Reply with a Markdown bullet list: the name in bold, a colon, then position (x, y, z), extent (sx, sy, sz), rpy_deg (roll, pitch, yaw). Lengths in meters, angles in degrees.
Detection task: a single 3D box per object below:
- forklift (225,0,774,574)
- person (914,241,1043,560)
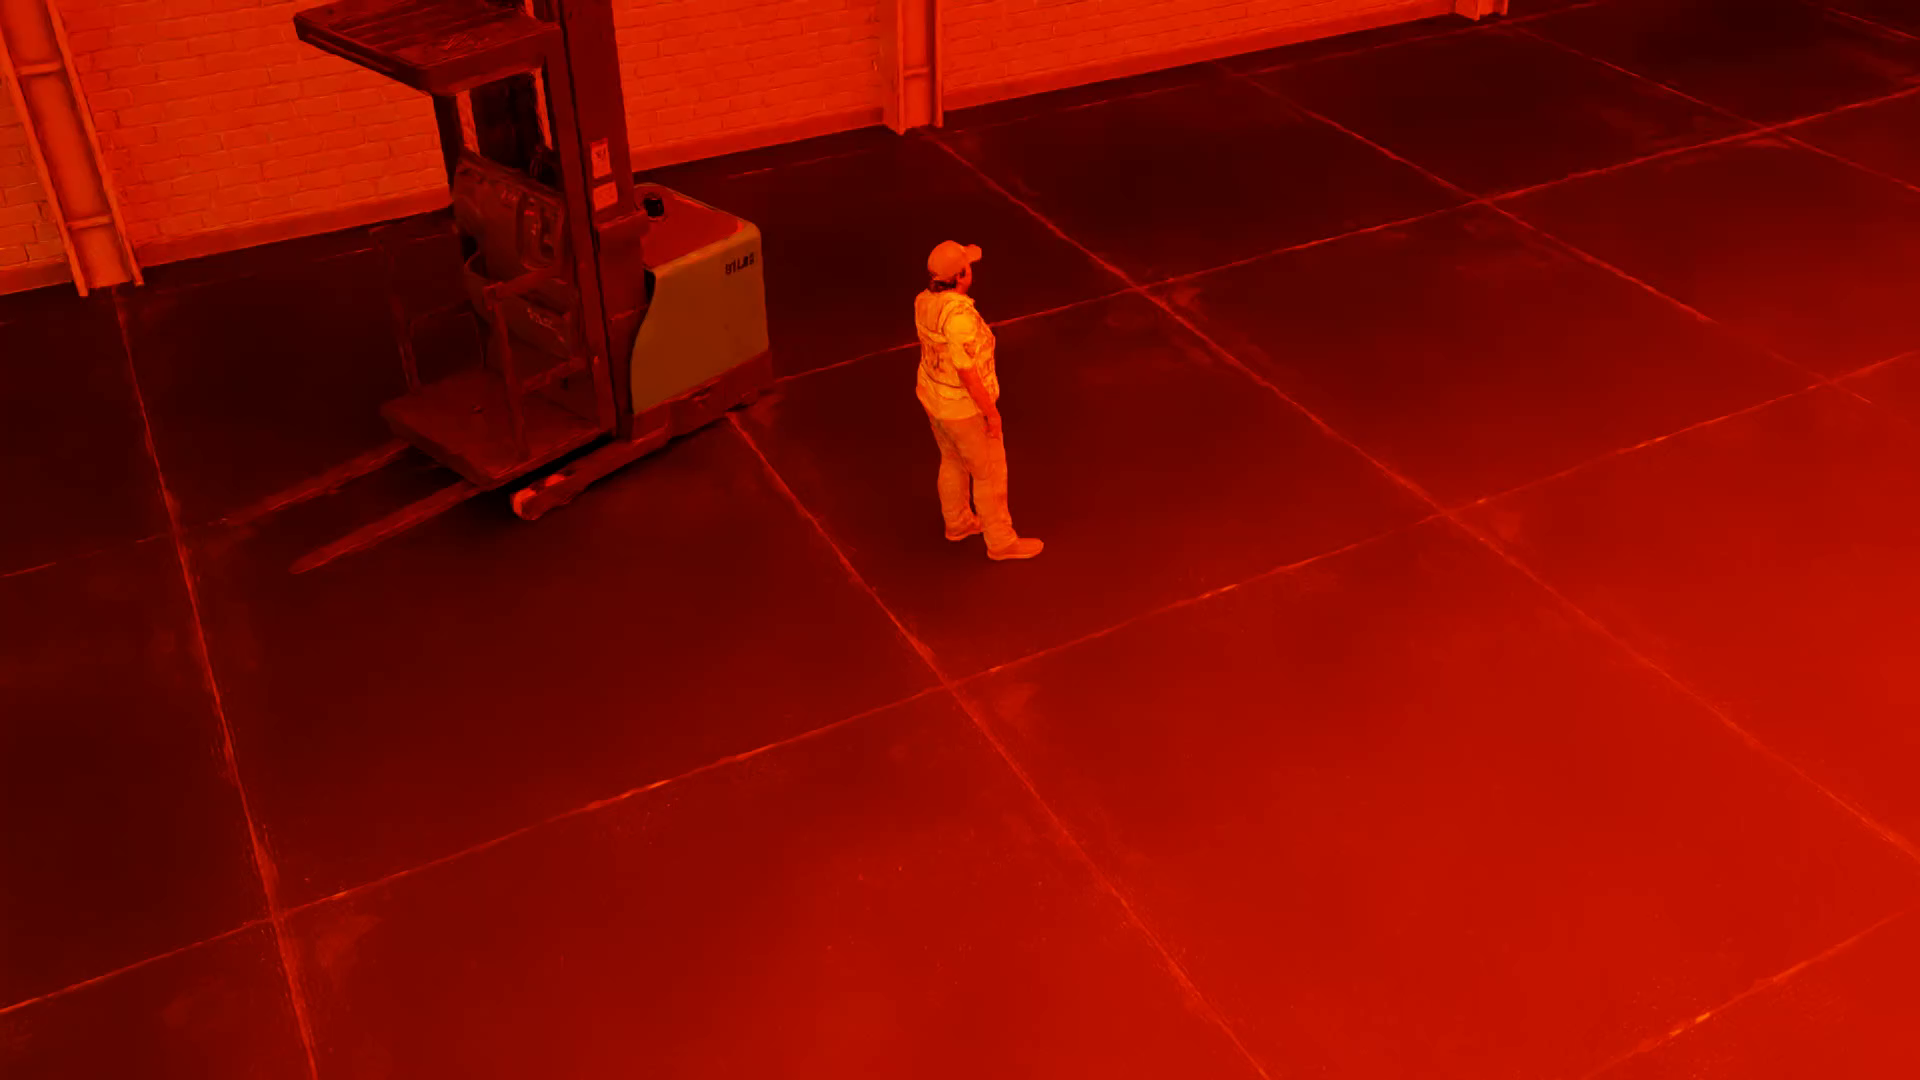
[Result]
- **forklift**: position (-2.460, -1.631, 8.430), extent (1.130, 2.935, 3.031), rpy_deg (27, 44, 33)
- **person**: position (0.078, -0.696, 8.190), extent (0.529, 1.669, 0.598), rpy_deg (-17, 39, -23)
